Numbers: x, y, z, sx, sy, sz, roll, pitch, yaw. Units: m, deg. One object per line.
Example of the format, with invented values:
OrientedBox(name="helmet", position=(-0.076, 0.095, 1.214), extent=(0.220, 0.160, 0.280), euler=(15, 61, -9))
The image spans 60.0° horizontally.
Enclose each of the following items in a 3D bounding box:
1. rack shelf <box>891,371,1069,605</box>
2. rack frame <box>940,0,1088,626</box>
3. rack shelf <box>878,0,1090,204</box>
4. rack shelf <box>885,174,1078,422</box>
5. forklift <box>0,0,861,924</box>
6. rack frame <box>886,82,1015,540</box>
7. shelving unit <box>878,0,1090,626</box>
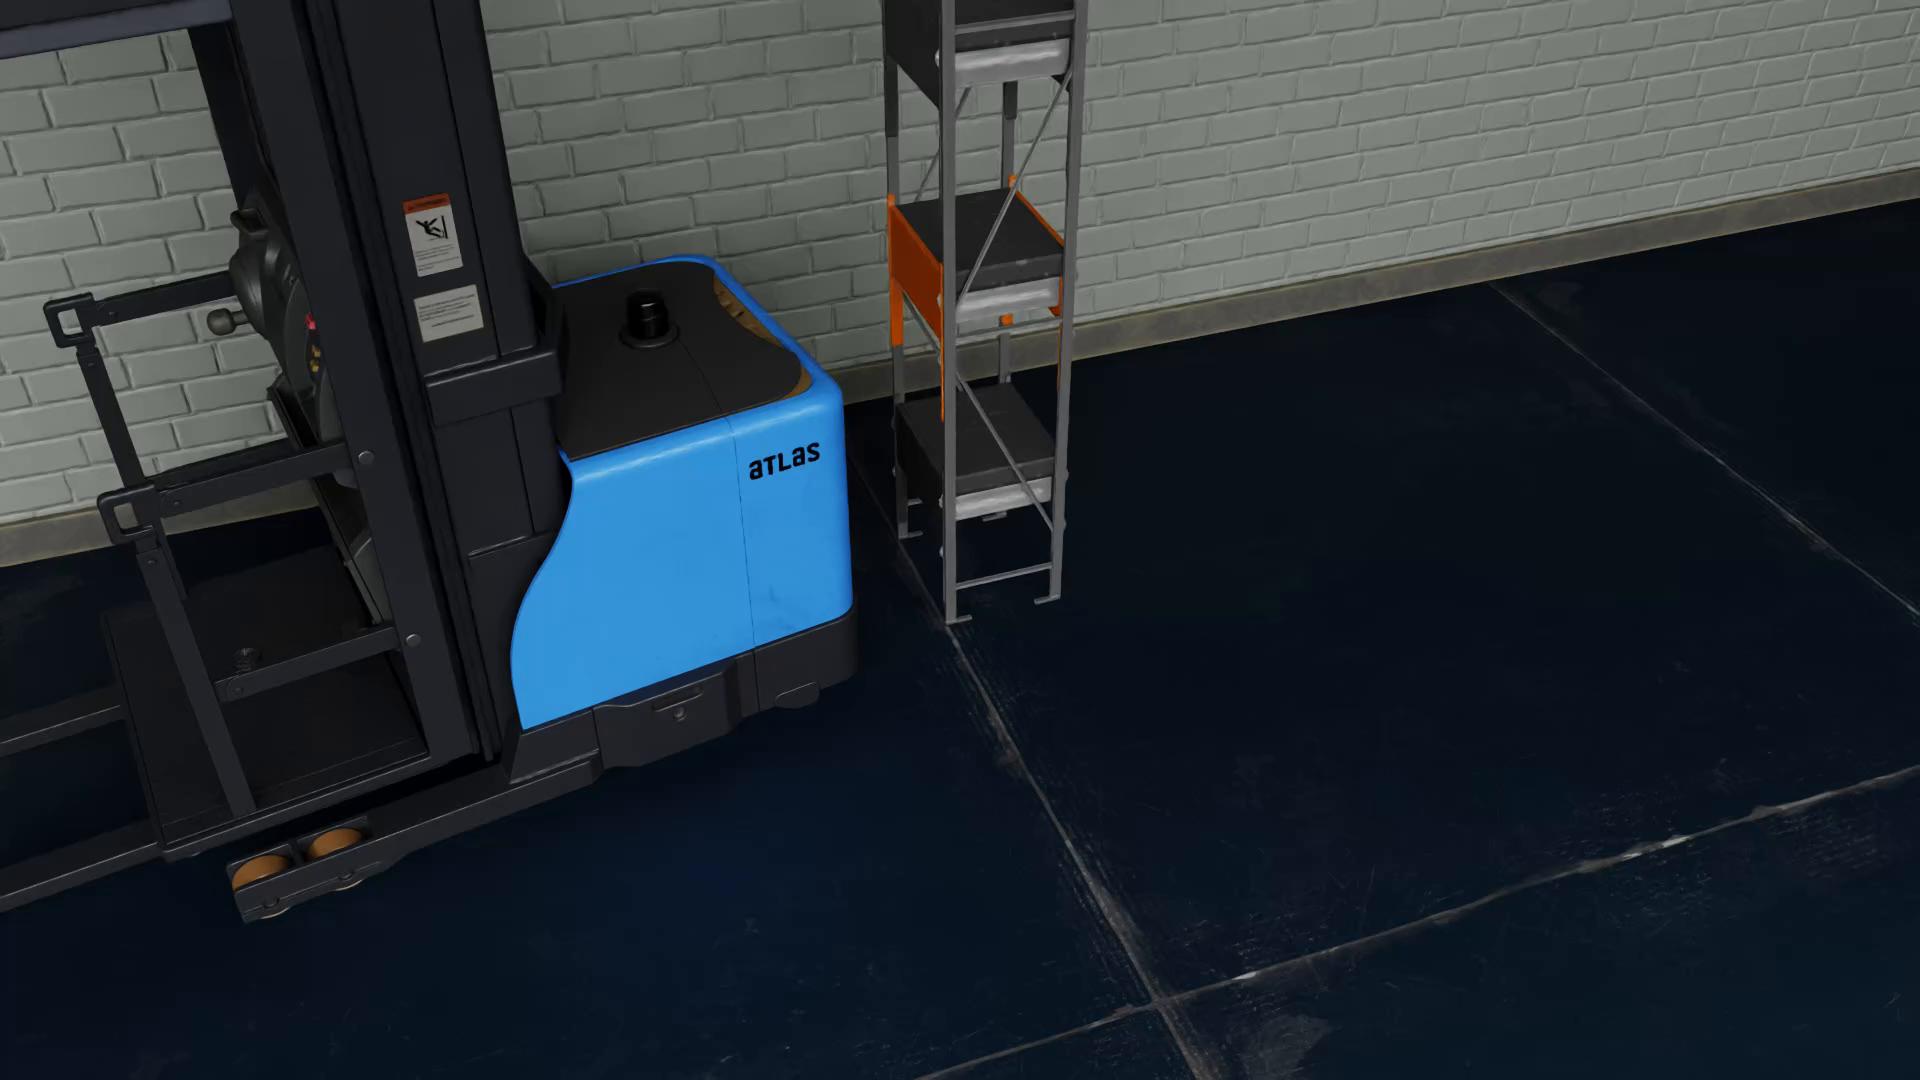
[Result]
OrientedBox(name="rack shelf", position=(0.057, -0.175, 5.423), extent=(0.431, 0.518, 0.480), euler=(-12, 39, -16))
OrientedBox(name="rack frame", position=(0.141, -0.607, 4.811), extent=(0.400, 2.100, 0.015), euler=(-12, 39, -16))
OrientedBox(name="rack shelf", position=(0.057, -1.293, 4.581), extent=(0.431, 0.518, 0.480), euler=(-12, 39, -16))
OrientedBox(name="rack shelf", position=(0.057, -0.734, 5.002), extent=(0.431, 0.518, 0.480), euler=(-12, 39, -16))
OrientedBox(name="forklift", position=(-1.841, -0.532, 4.021), extent=(3.031, 2.935, 1.130), euler=(-19, 41, -24))
OrientedBox(name="rack frame", position=(-0.027, -0.883, 5.177), extent=(0.400, 2.100, 0.015), euler=(-12, 39, -16))
OrientedBox(name="shelving unit", position=(0.057, -0.745, 4.994), extent=(0.431, 2.100, 0.503), euler=(-12, 39, -16))
